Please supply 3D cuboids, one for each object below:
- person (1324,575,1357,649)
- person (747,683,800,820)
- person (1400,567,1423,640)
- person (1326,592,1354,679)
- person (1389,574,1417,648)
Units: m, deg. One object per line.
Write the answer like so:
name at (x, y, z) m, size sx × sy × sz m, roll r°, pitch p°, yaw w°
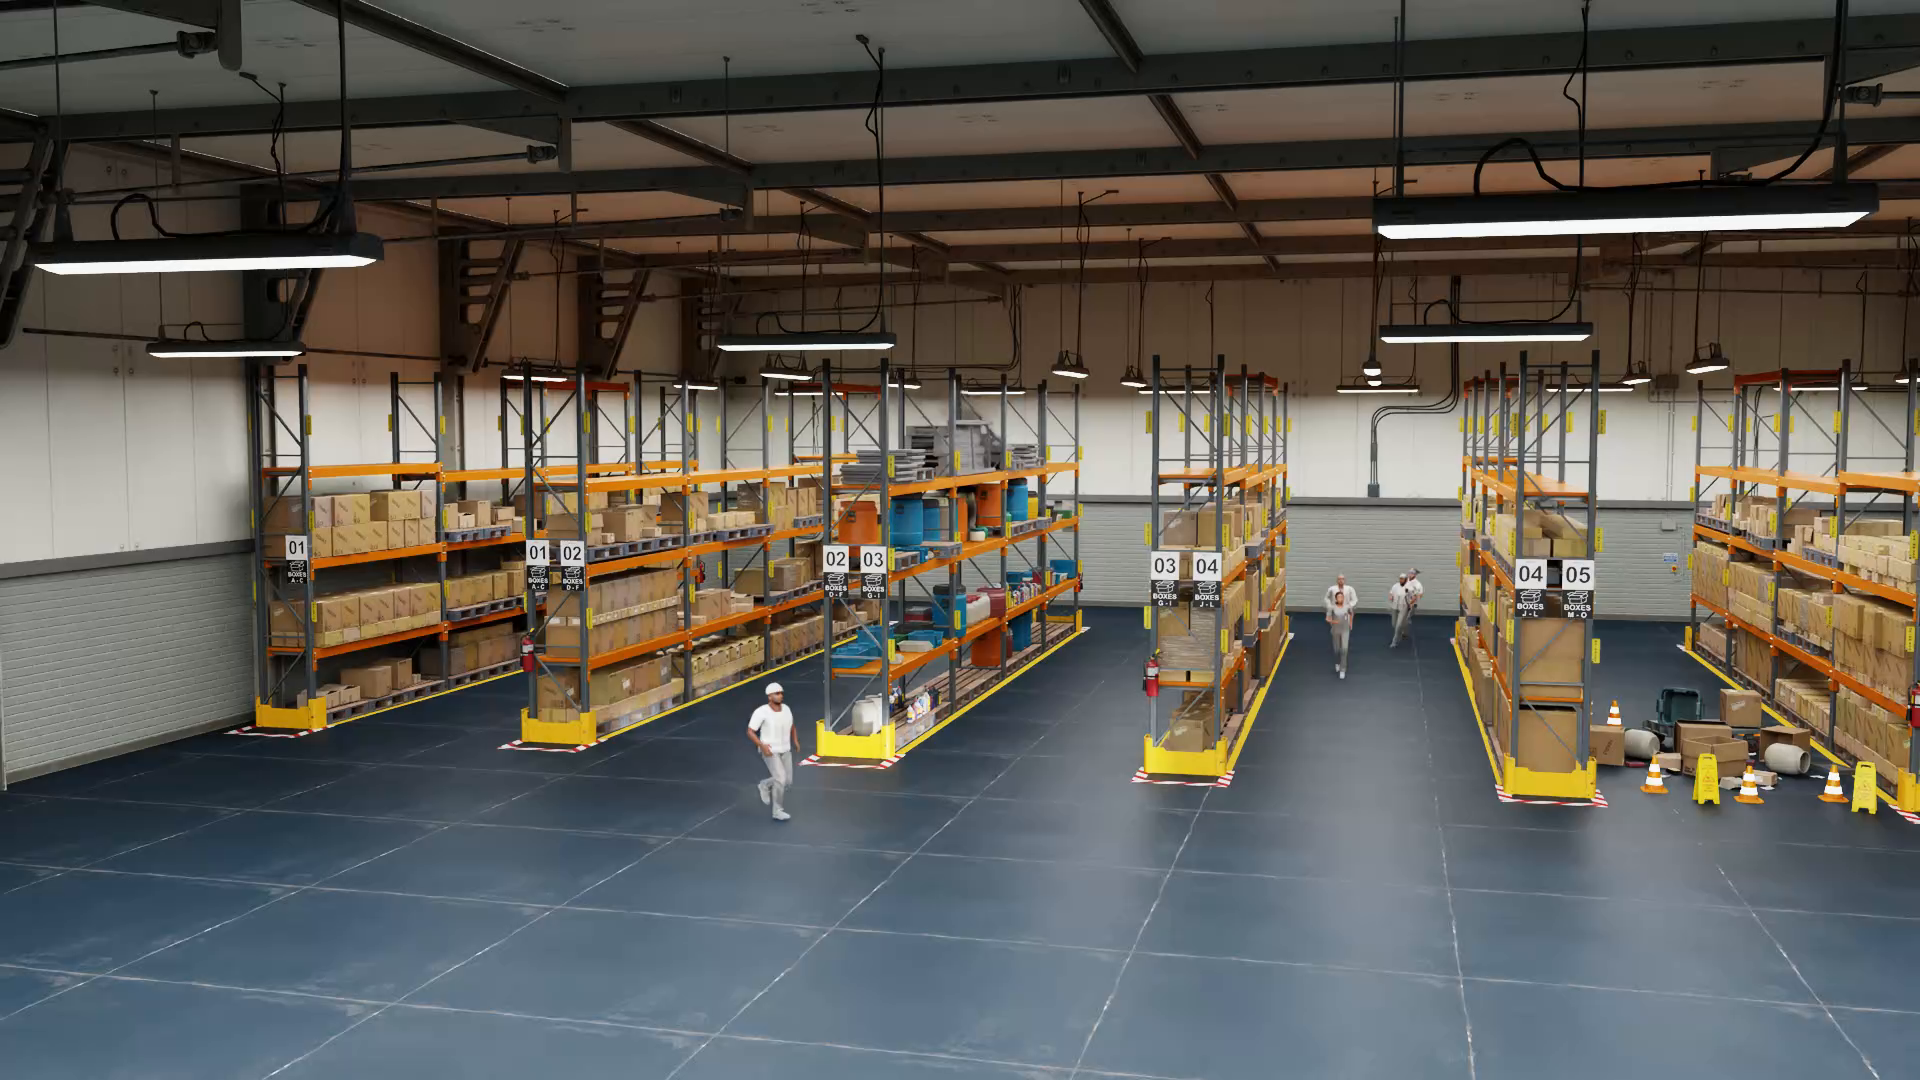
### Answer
person at (8.351, 1.617, 36.493) m, size 0.696 × 1.731 × 0.639 m, roll 1°, pitch 4°, yaw 12°
person at (-2.395, 2.675, 21.224) m, size 0.696 × 1.725 × 0.741 m, roll 4°, pitch 5°, yaw 42°
person at (10.430, 1.482, 38.709) m, size 0.539 × 1.704 × 0.701 m, roll -3°, pitch 5°, yaw -32°
person at (7.569, 1.866, 33.154) m, size 0.562 × 1.681 × 0.963 m, roll 1°, pitch 4°, yaw 10°
person at (10.037, 1.588, 37.752) m, size 0.615 × 1.673 × 0.832 m, roll 3°, pitch 5°, yaw 36°
